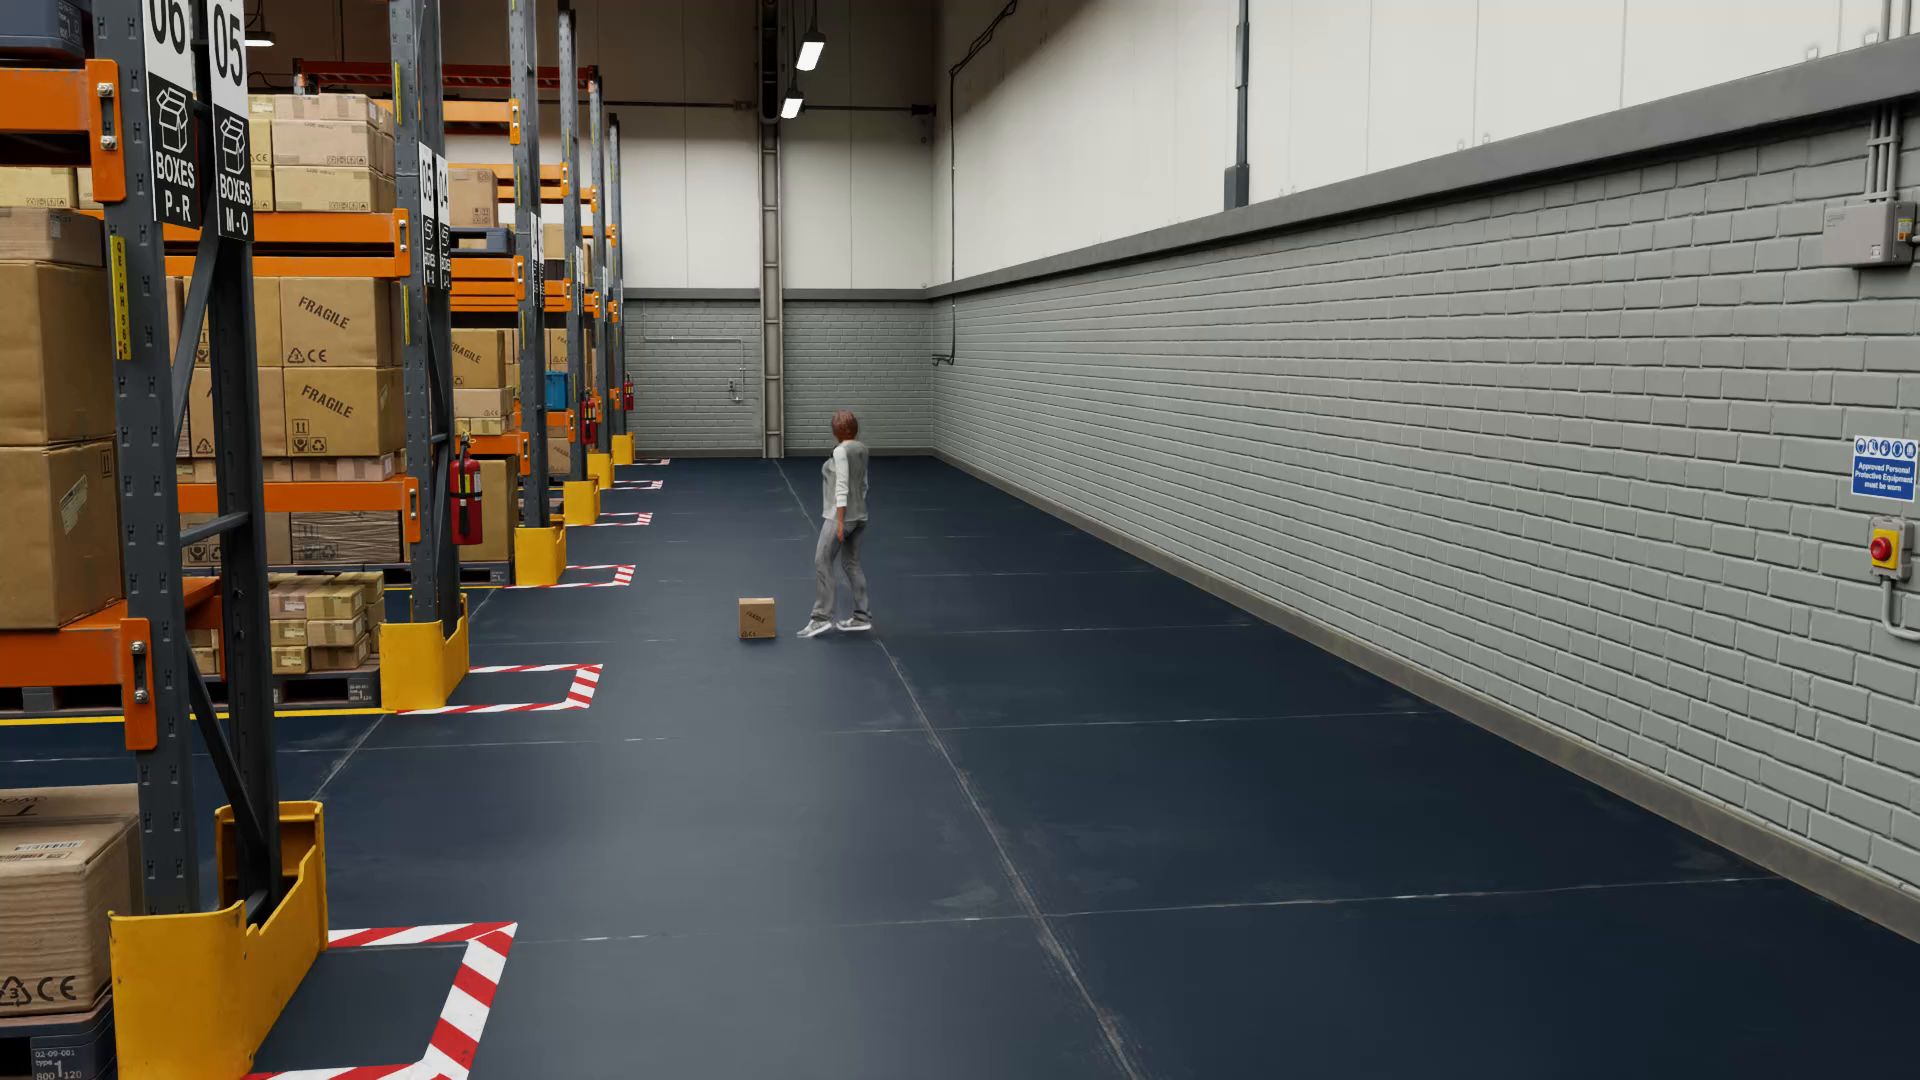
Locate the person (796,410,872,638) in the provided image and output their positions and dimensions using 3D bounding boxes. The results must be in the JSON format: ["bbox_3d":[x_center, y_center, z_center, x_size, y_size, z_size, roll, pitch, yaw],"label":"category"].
[{"bbox_3d":[-0.865,-0.113,11.898,0.482,1.631,0.461,3,7,25],"label":"person"}]
